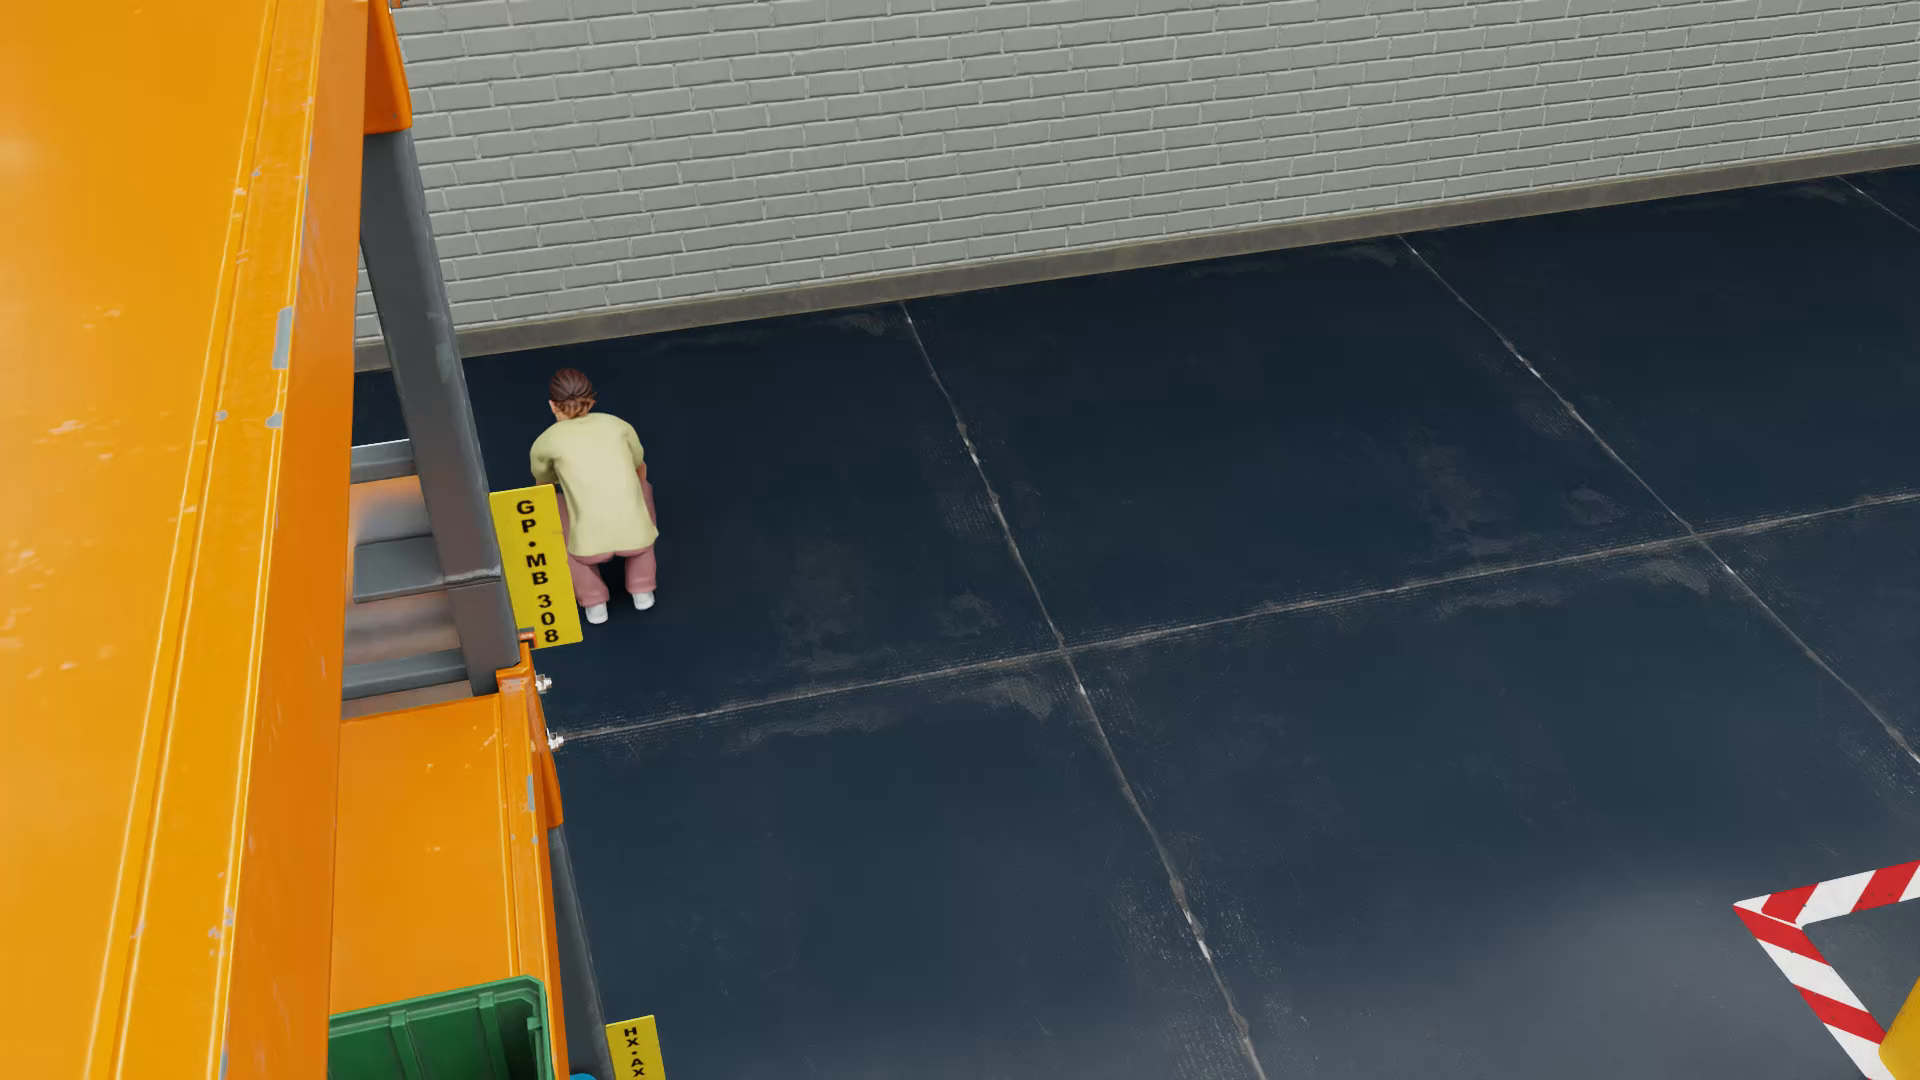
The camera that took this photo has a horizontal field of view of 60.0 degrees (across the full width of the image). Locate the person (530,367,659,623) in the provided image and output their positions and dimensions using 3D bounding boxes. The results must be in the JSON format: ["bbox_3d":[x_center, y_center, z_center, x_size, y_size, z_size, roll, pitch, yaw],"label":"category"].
[{"bbox_3d":[-1.522,-0.169,6.953,0.484,0.954,0.779,-10,39,-12],"label":"person"}]
